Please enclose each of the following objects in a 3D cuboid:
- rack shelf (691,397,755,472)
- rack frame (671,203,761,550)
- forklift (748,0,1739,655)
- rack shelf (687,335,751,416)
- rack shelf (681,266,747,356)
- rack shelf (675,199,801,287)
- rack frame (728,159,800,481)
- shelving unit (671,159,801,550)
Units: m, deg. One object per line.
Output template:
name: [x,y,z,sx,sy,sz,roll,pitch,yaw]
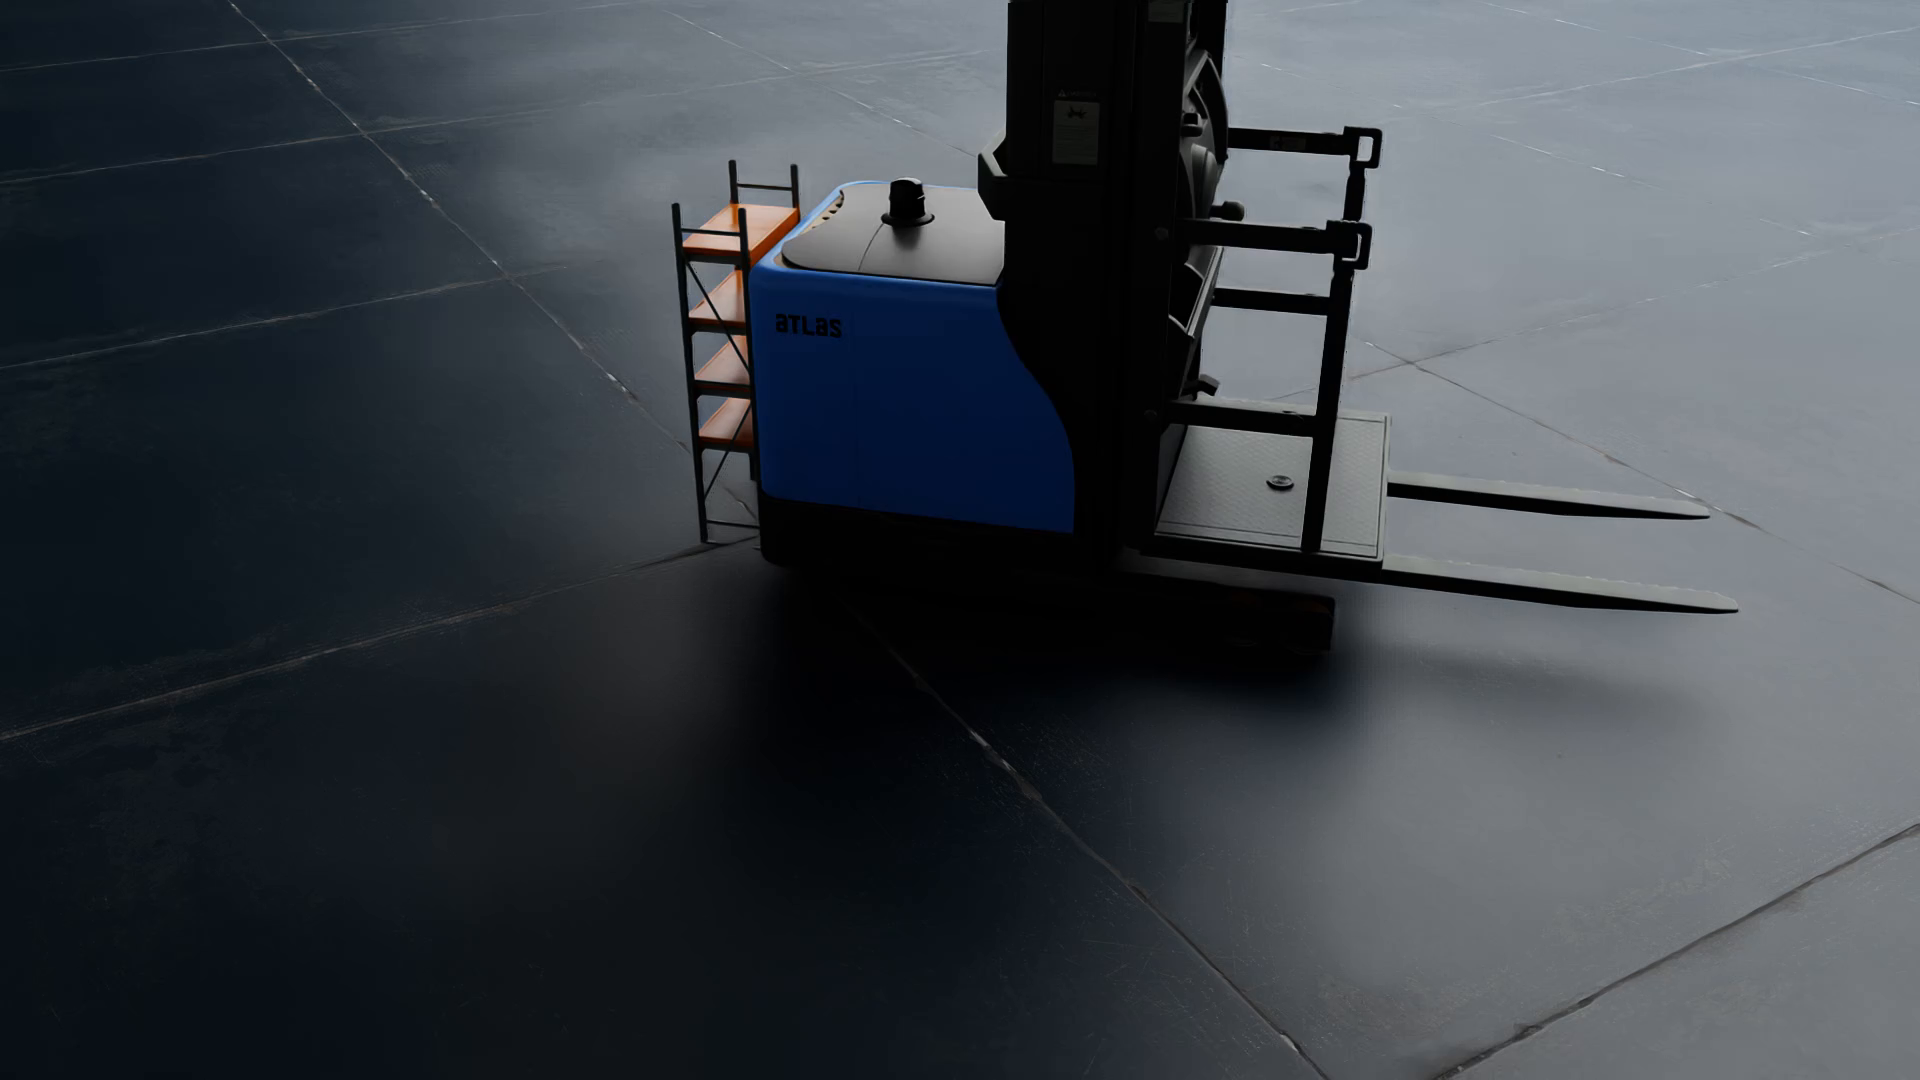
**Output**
rack shelf: [-0.716,-0.387,5.760,0.258,0.148,0.480,7,30,12]
rack frame: [-0.776,-0.506,5.424,0.240,1.200,0.015,7,30,12]
forklift: [0.914,-1.214,4.916,3.031,2.935,1.130,7,30,12]
rack shelf: [-0.716,-0.561,5.664,0.258,0.148,0.480,7,30,12]
rack shelf: [-0.716,-0.757,5.556,0.258,0.148,0.480,7,30,12]
rack shelf: [-0.717,-0.964,5.442,0.258,0.148,0.480,7,30,12]
rack frame: [-0.657,-0.734,5.838,0.240,1.200,0.015,7,30,12]
shelving unit: [-0.716,-0.620,5.631,0.258,1.200,0.503,7,30,12]
